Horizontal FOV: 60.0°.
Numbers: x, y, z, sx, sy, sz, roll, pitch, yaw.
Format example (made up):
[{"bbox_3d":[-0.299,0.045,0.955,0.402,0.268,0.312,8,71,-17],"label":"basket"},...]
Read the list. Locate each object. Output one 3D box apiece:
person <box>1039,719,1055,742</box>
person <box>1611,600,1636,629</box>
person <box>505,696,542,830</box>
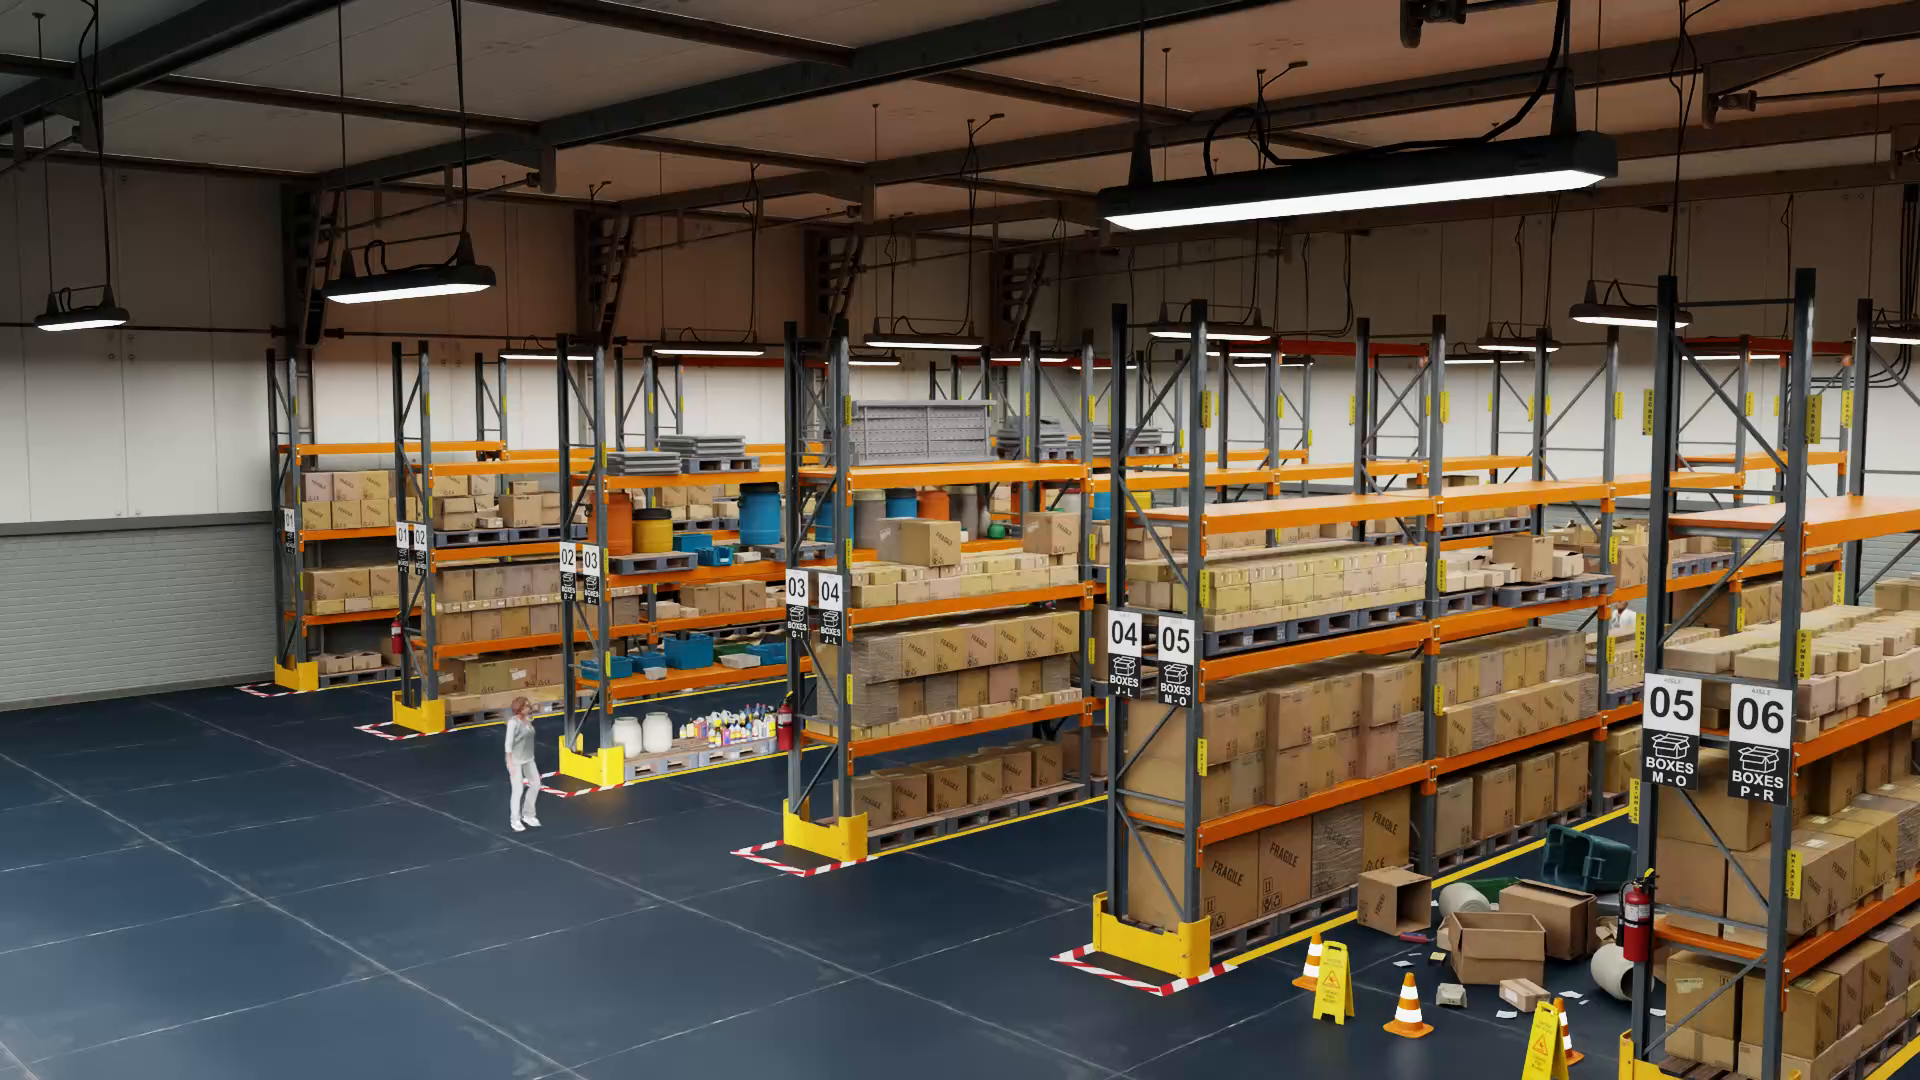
[{"bbox_3d":[1.124,2.343,23.577,0.487,1.613,0.434,3,6,27],"label":"person"},{"bbox_3d":[11.407,1.863,28.622,0.603,1.814,0.935,5,7,45],"label":"person"},{"bbox_3d":[-5.267,2.681,19.850,0.331,1.636,0.501,2,5,26],"label":"person"}]
